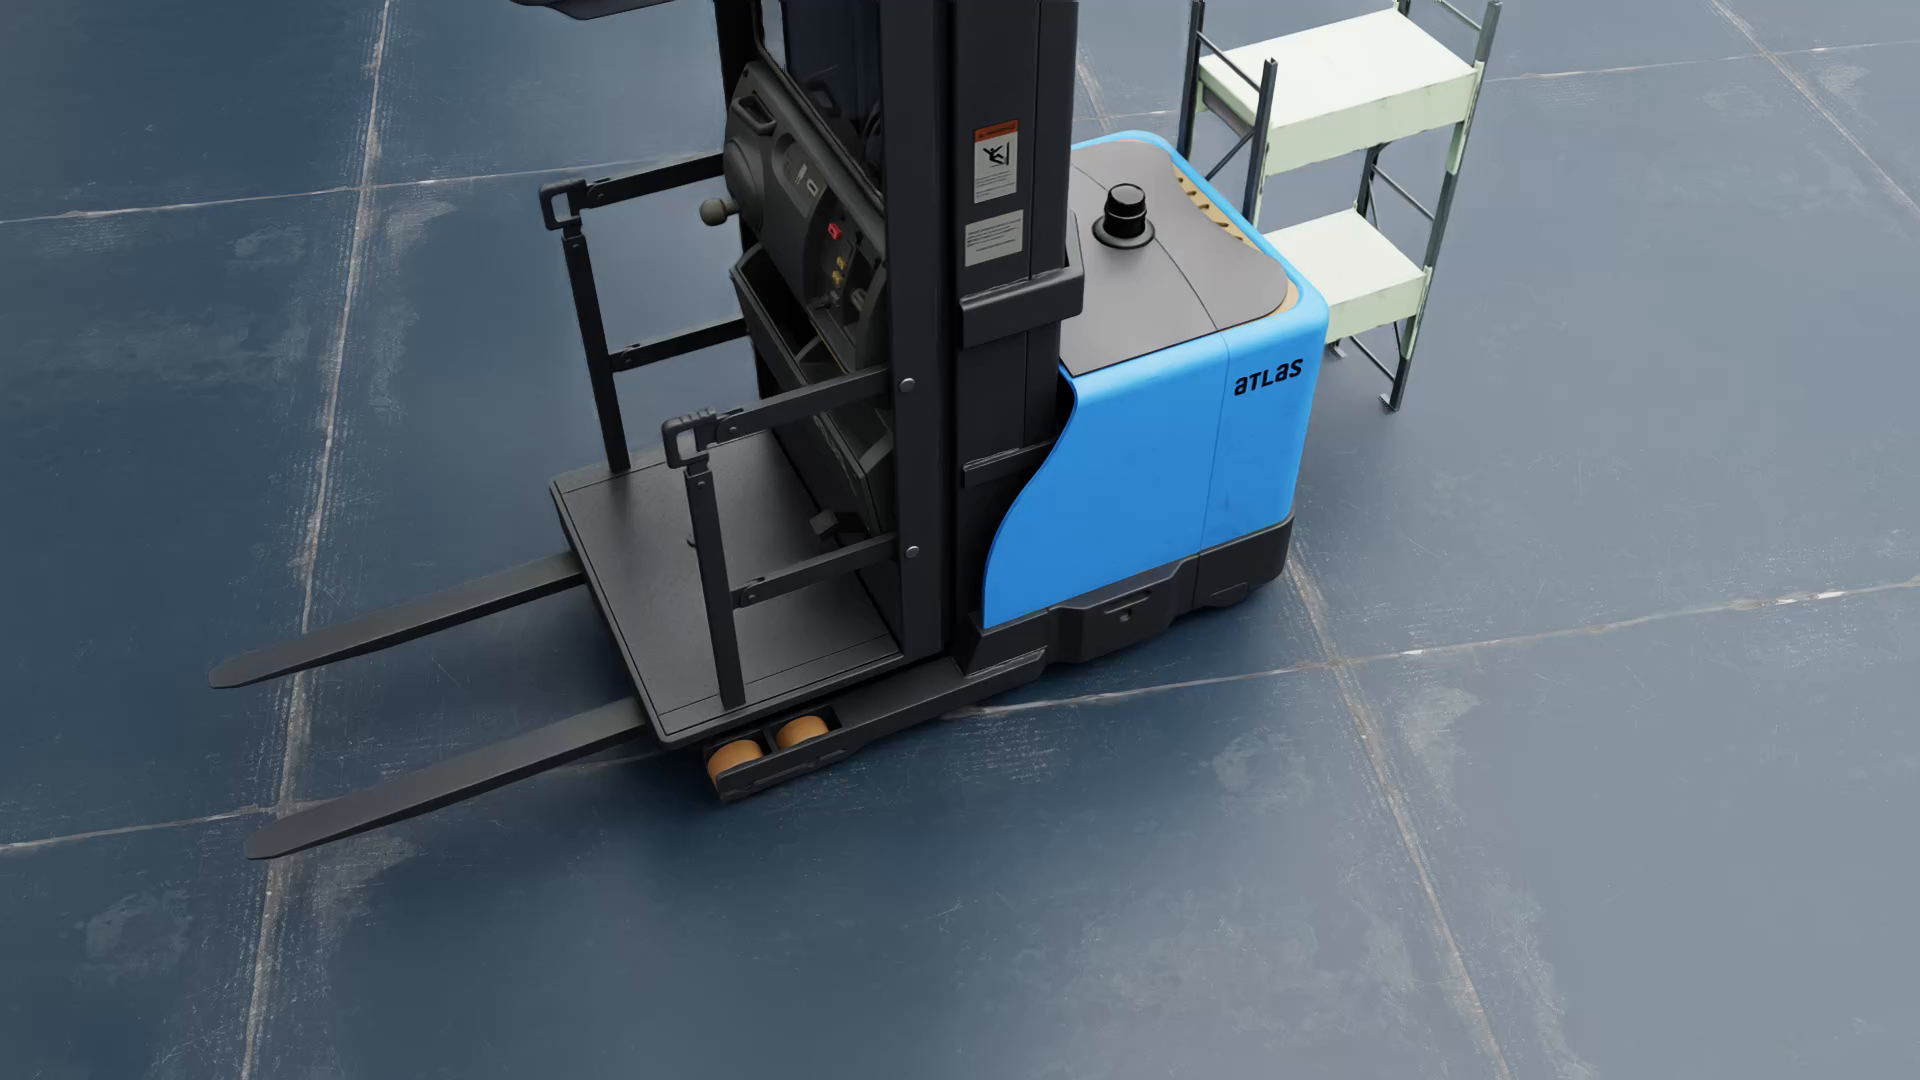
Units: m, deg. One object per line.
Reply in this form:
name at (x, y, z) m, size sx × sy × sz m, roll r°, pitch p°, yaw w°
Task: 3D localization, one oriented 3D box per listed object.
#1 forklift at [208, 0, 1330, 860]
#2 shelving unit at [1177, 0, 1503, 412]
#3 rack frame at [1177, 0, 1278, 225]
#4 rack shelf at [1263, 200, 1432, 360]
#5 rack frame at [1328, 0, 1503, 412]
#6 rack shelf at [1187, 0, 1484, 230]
forklift at (-0.564, -0.746, 3.933) m, size 3.031 × 2.935 × 1.130 m, roll -19°, pitch 49°, yaw -17°
shelving unit at (1.074, -0.976, 5.149) m, size 0.755 × 1.500 × 0.431 m, roll -19°, pitch 49°, yaw -17°
rack frame at (0.743, -0.863, 5.040) m, size 0.023 × 1.500 × 0.400 m, roll -19°, pitch 49°, yaw -17°
rack shelf at (1.074, -0.750, 5.384) m, size 0.720 × 0.370 × 0.431 m, roll -19°, pitch 49°, yaw -17°
rack frame at (1.405, -1.089, 5.258) m, size 0.023 × 1.500 × 0.400 m, roll -19°, pitch 49°, yaw -17°
rack shelf at (1.074, -1.247, 4.868) m, size 0.720 × 0.370 × 0.431 m, roll -19°, pitch 49°, yaw -17°
